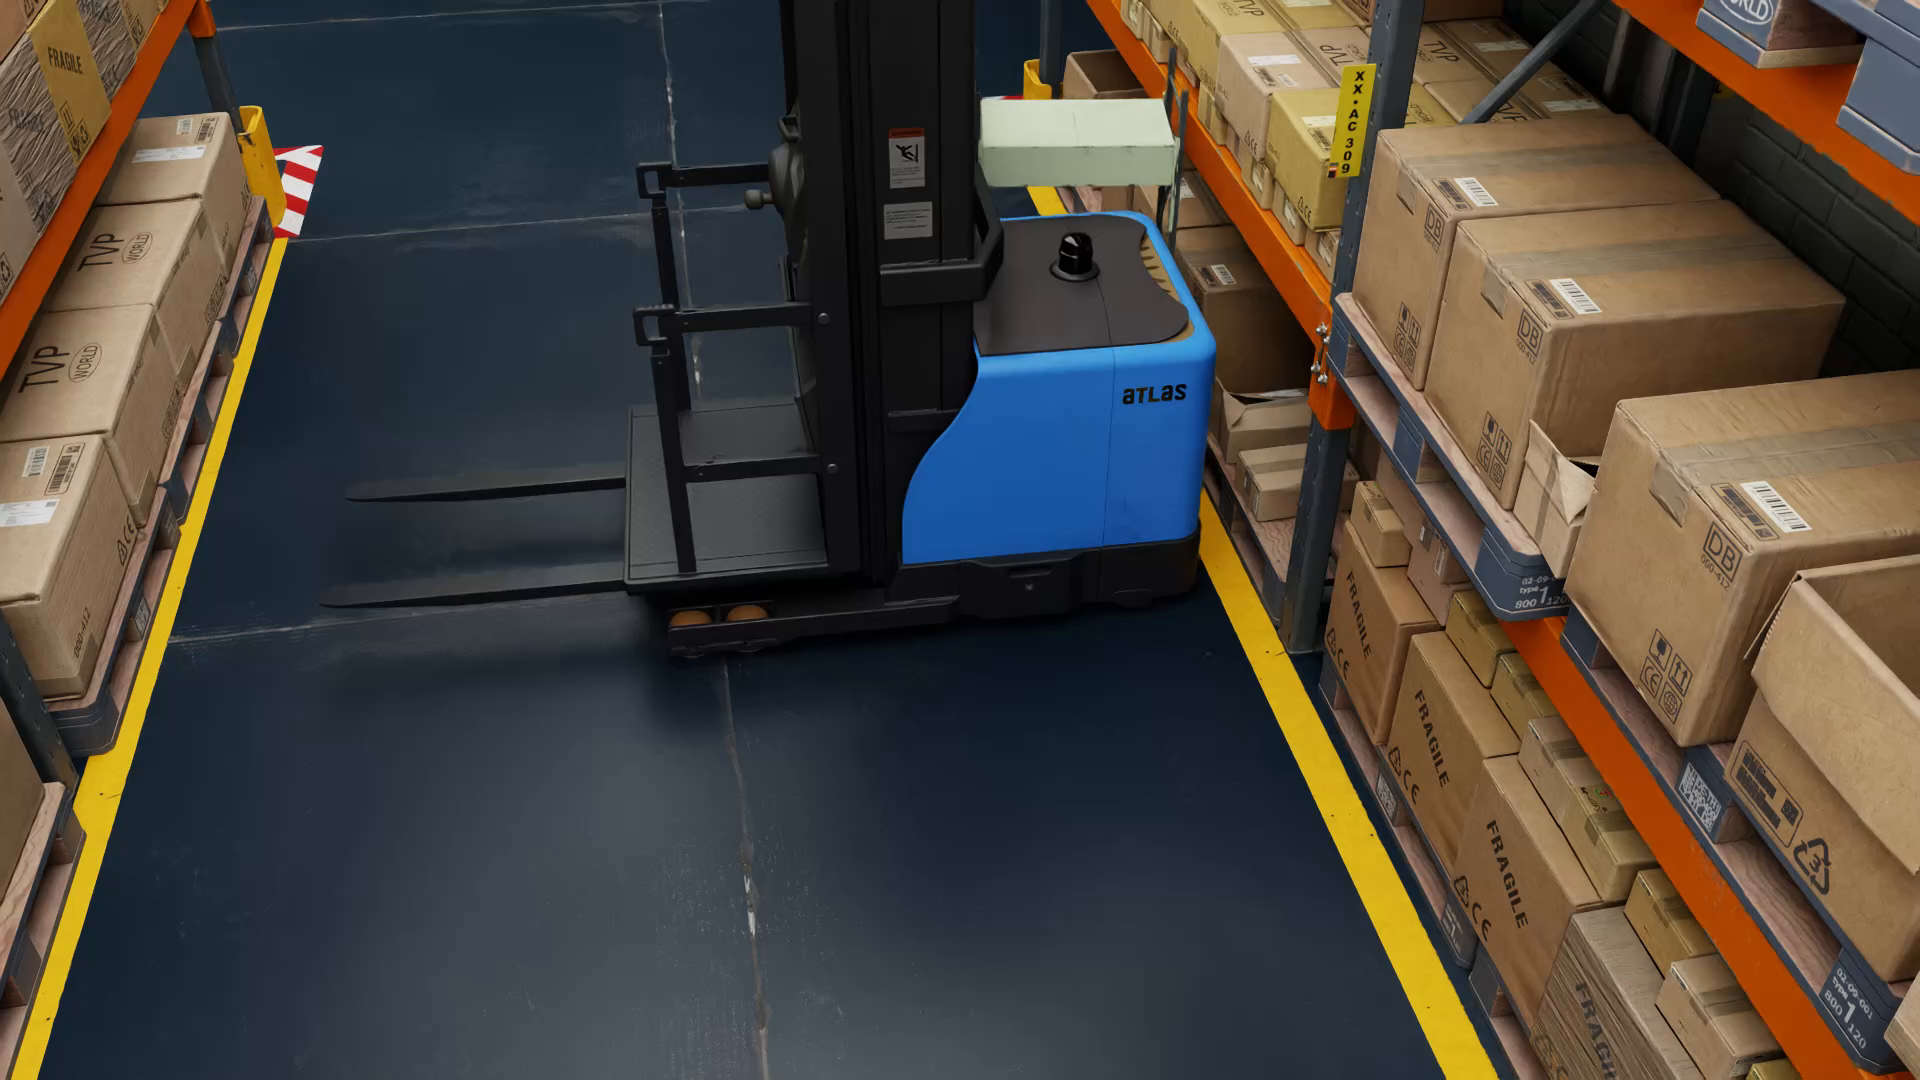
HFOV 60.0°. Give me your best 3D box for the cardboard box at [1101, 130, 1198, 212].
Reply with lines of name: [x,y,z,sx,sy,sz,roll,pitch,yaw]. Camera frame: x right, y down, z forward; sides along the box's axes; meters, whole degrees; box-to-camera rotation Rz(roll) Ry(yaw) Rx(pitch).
cardboard box: [1.039,-1.567,7.518,0.700,0.500,0.500,-5,38,-6]

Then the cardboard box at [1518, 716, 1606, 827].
cardboard box: [1.665,0.569,4.239,0.380,0.149,0.250,-6,38,-8]

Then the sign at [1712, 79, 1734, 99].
sign: [2.160,-1.392,4.653,0.100,0.325,0.005,-6,38,-8]

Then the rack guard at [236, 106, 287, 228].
rack guard: [-3.977,-1.780,8.134,1.175,0.500,0.348,-6,38,-8]

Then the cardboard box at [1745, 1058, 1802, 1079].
cardboard box: [1.853,1.197,3.431,0.380,0.149,0.250,-7,38,-9]

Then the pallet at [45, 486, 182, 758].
pallet: [-3.328,0.297,5.696,1.003,0.211,1.213,-6,38,-8]

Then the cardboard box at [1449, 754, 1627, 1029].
cardboard box: [1.664,0.887,4.358,0.500,0.500,0.500,-7,38,-9]

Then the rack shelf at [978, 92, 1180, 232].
rack shelf: [0.422,-1.409,6.202,0.720,0.370,0.431,-1,38,-1]

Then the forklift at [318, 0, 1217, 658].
forklift: [-0.715,-1.099,5.276,3.031,2.935,1.130,-5,38,-6]

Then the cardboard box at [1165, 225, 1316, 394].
cardboard box: [1.221,-0.940,6.711,0.700,0.500,0.500,-8,38,-10]

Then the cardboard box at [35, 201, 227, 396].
cardboard box: [-3.590,-0.967,6.796,0.875,0.438,0.875,-5,38,-7]

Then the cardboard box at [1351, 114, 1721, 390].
cardboard box: [1.479,-0.762,4.362,0.700,0.500,0.500,-5,38,-7]

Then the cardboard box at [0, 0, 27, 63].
cardboard box: [-3.278,-1.701,5.098,0.500,0.500,0.500,-6,38,-7]

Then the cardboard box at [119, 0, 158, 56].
cardboard box: [-3.555,-2.225,6.587,0.500,0.500,0.500,-7,38,-9]

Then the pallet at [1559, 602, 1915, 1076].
pallet: [1.970,0.445,3.389,1.003,0.211,1.213,-6,38,-8]

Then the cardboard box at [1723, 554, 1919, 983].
cardboard box: [1.848,0.371,2.902,0.797,0.503,0.637,-7,38,-9]

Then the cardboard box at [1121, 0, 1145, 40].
cardboard box: [0.878,-2.178,6.813,0.380,0.149,0.250,-7,38,-9]

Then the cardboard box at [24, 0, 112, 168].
cardboard box: [-3.351,-1.604,5.789,0.500,0.500,0.500,-5,38,-7]

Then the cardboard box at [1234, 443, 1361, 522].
cardboard box: [1.228,-0.218,6.067,0.380,0.149,0.250,-7,38,-9]

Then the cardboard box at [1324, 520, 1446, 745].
cardboard box: [1.478,0.265,5.159,0.500,0.500,0.500,-5,38,-6]

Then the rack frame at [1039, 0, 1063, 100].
rack frame: [0.913,-3.289,8.038,1.000,3.000,0.127,-6,38,-8]

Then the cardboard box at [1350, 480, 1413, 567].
cardboard box: [1.415,-0.062,5.052,0.380,0.149,0.250,-5,38,-6]

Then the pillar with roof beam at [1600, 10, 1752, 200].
pillar with roof beam: [-1.858,-3.296,3.158,9.100,9.000,0.400,-6,38,-8]

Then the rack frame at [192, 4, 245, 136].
rack frame: [-3.973,-2.753,7.348,1.000,3.000,0.127,-6,38,-8]

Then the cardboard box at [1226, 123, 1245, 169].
cardboard box: [1.154,-1.410,5.824,0.380,0.149,0.250,-5,38,-7]

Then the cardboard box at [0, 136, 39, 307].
cardboard box: [-3.180,-0.992,5.001,0.500,0.500,0.500,-6,38,-8]

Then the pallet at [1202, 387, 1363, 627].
pallet: [1.495,-0.186,6.318,1.003,0.211,1.213,-6,38,-8]

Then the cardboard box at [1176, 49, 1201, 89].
cardboard box: [1.057,-1.873,6.421,0.380,0.149,0.250,-6,38,-8]

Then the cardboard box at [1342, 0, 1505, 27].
cardboard box: [1.615,-2.155,5.848,0.500,0.500,0.500,-7,38,-9]

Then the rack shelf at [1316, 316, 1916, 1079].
rack shelf: [1.965,0.619,3.594,1.077,0.370,4.000,-6,38,-8]

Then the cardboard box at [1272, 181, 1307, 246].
cardboard box: [1.243,-1.094,5.418,0.380,0.149,0.250,-5,38,-7]

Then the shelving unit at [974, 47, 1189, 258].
shelving unit: [0.423,-1.103,6.444,0.755,1.500,0.431,-1,38,-1]

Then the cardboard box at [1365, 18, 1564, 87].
cardboard box: [1.699,-1.561,5.695,0.500,0.250,0.500,-7,38,-8]

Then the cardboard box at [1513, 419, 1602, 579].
cardboard box: [1.480,-0.105,3.708,0.396,0.266,0.258,-4,38,-6]

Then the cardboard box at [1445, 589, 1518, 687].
cardboard box: [1.596,0.250,4.649,0.380,0.149,0.250,-8,39,-10]

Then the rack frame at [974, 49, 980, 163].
rack frame: [0.057,-1.099,6.439,0.023,1.500,0.400,-1,38,-1]

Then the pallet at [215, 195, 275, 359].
pallet: [-3.756,-1.177,7.593,1.003,0.211,1.213,-6,38,-8]

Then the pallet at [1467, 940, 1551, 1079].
pallet: [2.012,1.454,4.206,1.003,0.211,1.213,-6,38,-8]

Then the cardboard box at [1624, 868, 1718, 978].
cardboard box: [1.782,0.879,3.839,0.380,0.149,0.250,-6,38,-8]

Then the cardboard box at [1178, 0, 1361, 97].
cardboard box: [1.108,-1.816,6.022,0.500,0.250,0.500,-6,38,-8]

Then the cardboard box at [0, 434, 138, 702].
cardboard box: [-3.276,0.119,5.399,0.875,0.438,0.875,-7,38,-9]

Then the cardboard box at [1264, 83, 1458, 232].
cardboard box: [1.285,-1.212,5.245,0.500,0.250,0.500,-5,38,-7]

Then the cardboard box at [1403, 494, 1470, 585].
cardboard box: [1.508,-0.028,4.765,0.380,0.149,0.250,-8,39,-10]
